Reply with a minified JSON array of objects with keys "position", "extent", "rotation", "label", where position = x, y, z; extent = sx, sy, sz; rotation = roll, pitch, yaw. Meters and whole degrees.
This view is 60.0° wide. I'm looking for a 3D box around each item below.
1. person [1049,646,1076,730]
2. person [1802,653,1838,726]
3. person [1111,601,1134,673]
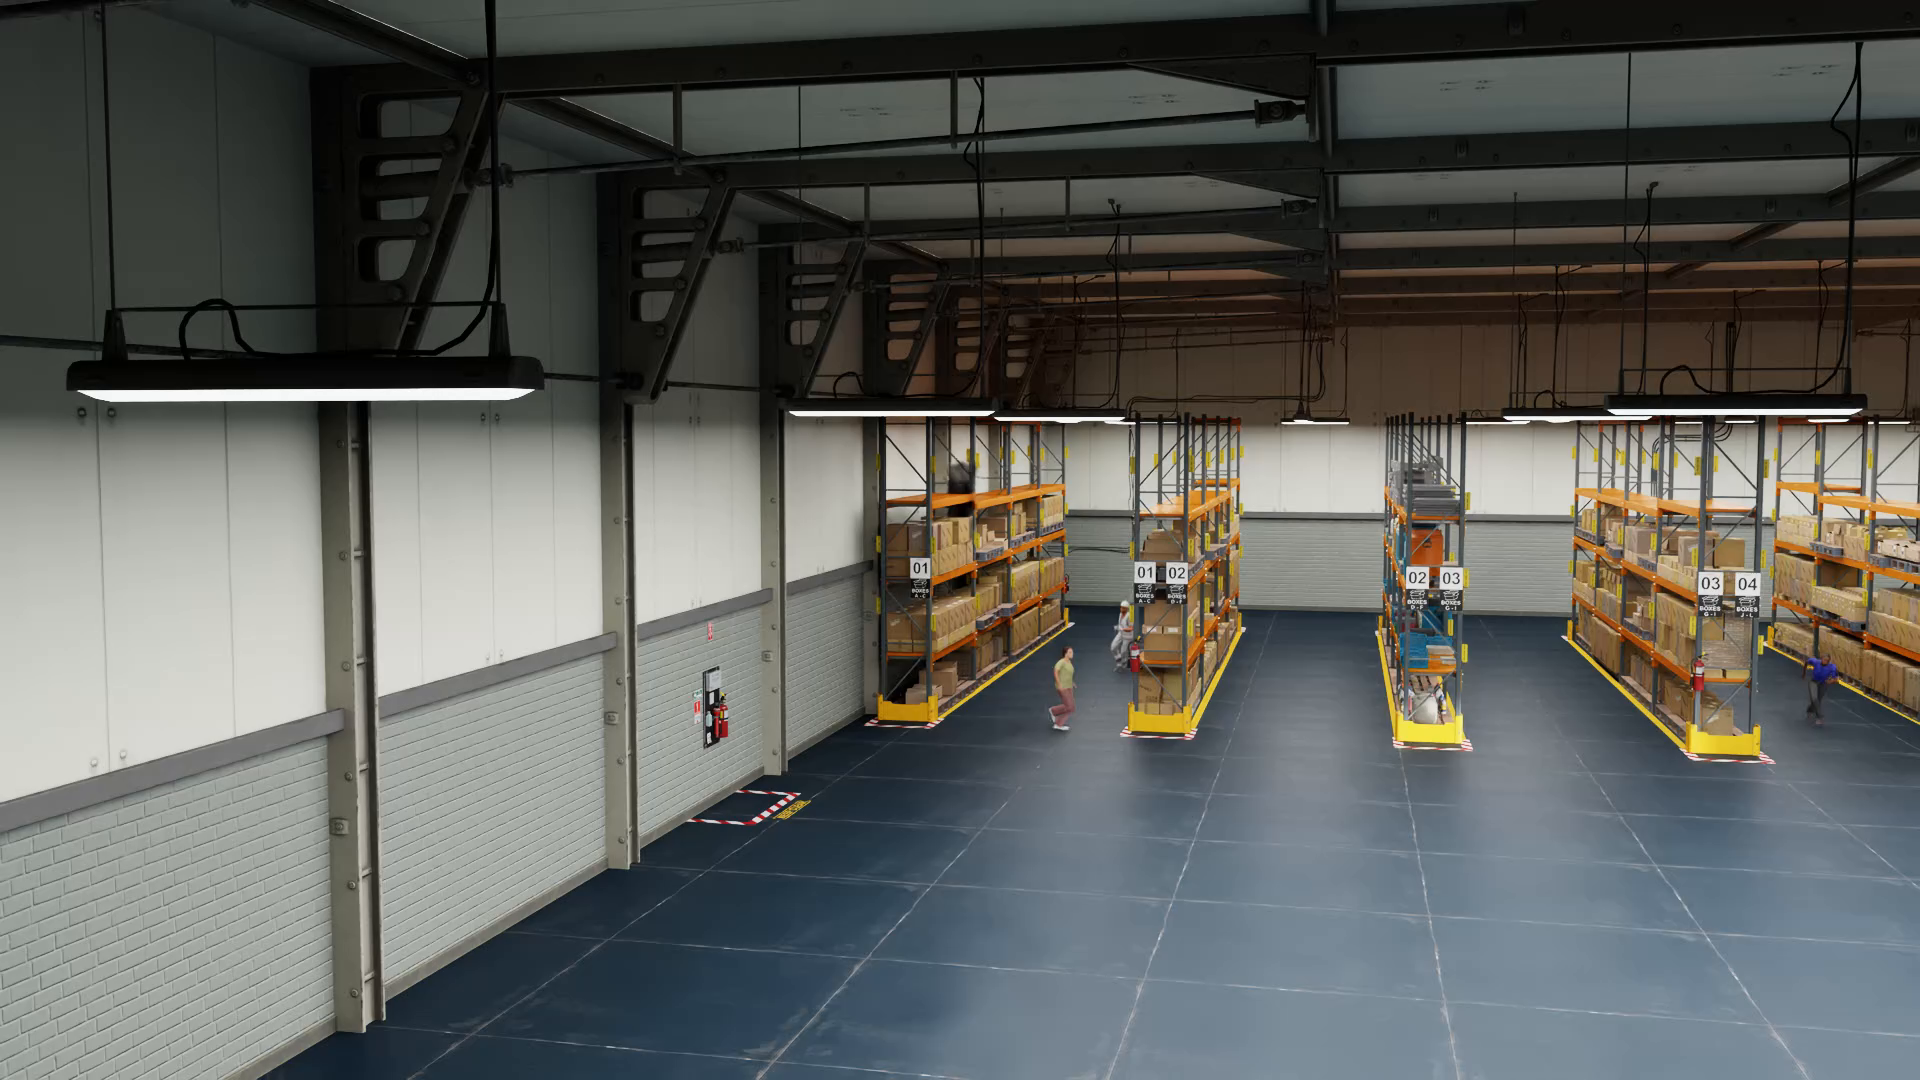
[{"position":[1.938,2.796,31.478],"extent":[0.554,1.599,0.589],"rotation":[3,5,35],"label":"person"},{"position":[16.625,2.847,32.176],"extent":[0.569,1.446,1.089],"rotation":[1,4,18],"label":"person"},{"position":[3.781,2.237,38.663],"extent":[0.724,1.677,0.826],"rotation":[-4,5,-44],"label":"person"}]
